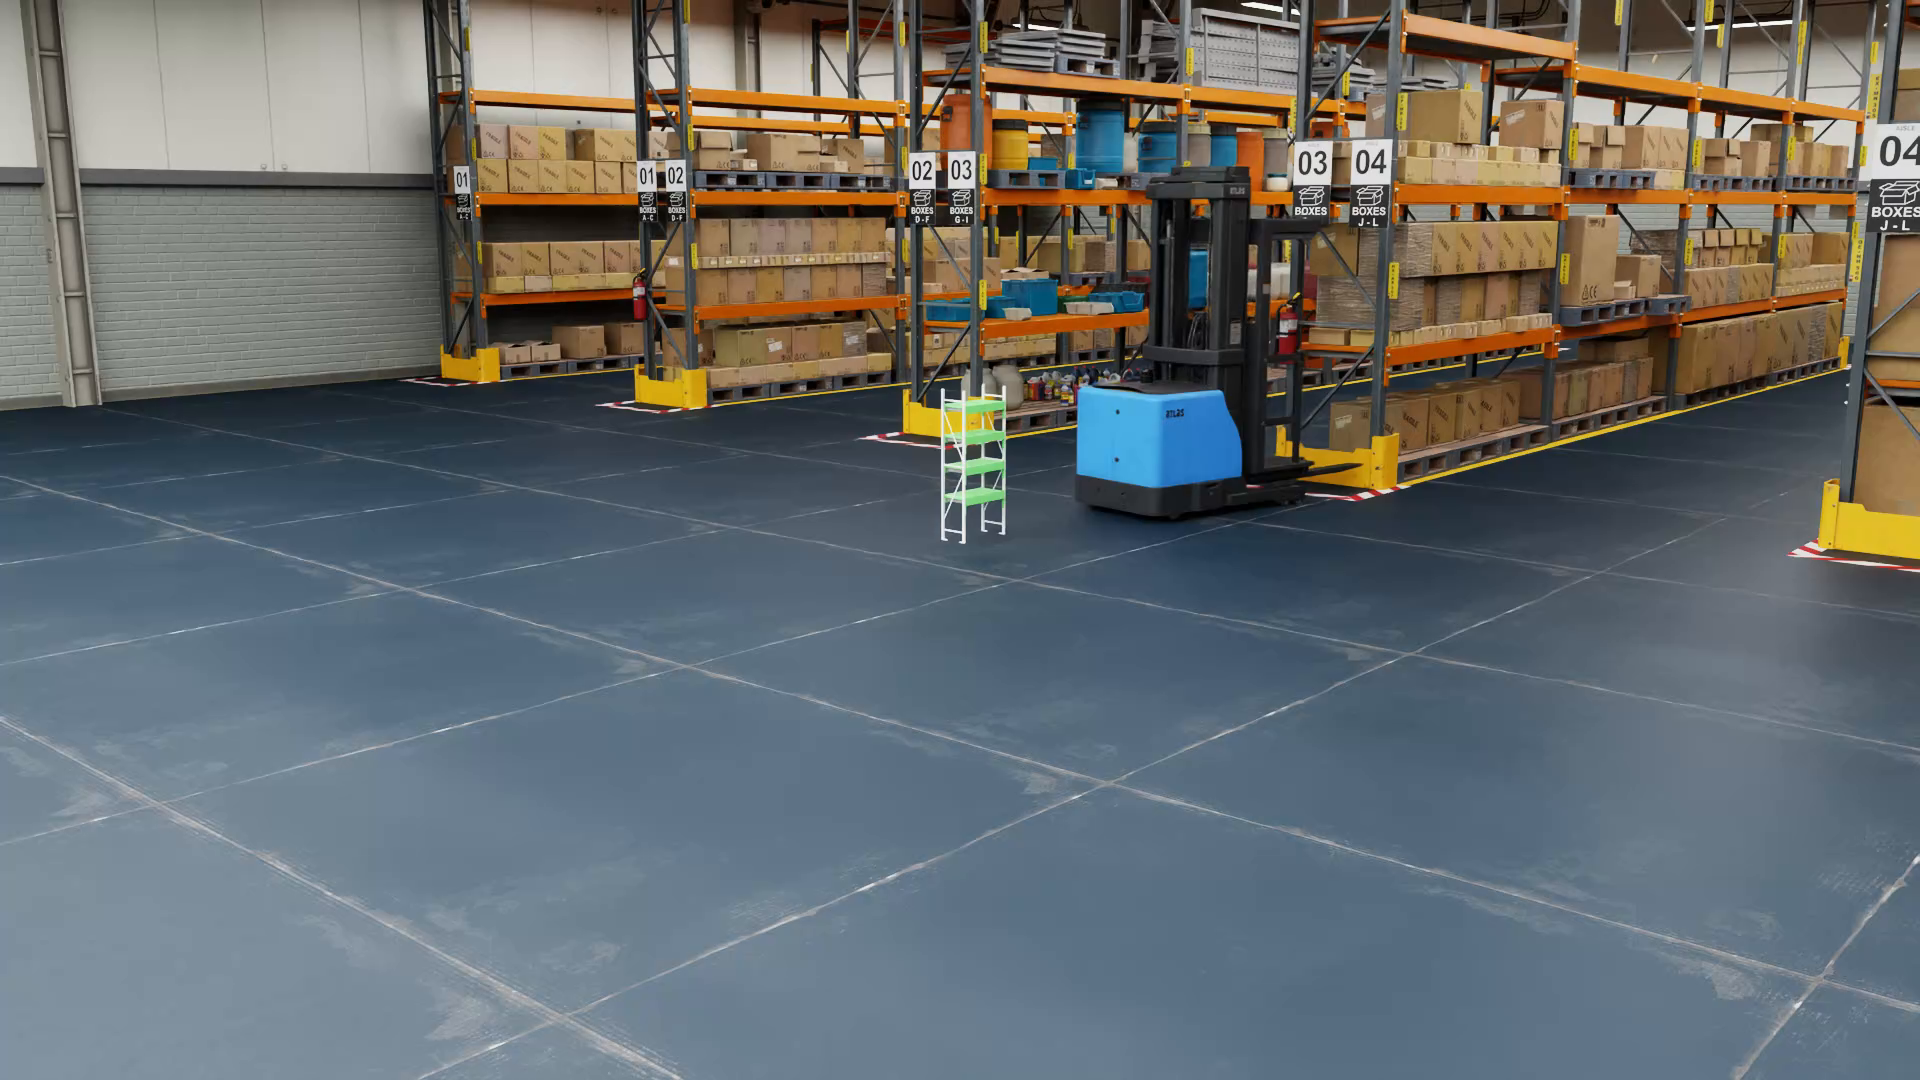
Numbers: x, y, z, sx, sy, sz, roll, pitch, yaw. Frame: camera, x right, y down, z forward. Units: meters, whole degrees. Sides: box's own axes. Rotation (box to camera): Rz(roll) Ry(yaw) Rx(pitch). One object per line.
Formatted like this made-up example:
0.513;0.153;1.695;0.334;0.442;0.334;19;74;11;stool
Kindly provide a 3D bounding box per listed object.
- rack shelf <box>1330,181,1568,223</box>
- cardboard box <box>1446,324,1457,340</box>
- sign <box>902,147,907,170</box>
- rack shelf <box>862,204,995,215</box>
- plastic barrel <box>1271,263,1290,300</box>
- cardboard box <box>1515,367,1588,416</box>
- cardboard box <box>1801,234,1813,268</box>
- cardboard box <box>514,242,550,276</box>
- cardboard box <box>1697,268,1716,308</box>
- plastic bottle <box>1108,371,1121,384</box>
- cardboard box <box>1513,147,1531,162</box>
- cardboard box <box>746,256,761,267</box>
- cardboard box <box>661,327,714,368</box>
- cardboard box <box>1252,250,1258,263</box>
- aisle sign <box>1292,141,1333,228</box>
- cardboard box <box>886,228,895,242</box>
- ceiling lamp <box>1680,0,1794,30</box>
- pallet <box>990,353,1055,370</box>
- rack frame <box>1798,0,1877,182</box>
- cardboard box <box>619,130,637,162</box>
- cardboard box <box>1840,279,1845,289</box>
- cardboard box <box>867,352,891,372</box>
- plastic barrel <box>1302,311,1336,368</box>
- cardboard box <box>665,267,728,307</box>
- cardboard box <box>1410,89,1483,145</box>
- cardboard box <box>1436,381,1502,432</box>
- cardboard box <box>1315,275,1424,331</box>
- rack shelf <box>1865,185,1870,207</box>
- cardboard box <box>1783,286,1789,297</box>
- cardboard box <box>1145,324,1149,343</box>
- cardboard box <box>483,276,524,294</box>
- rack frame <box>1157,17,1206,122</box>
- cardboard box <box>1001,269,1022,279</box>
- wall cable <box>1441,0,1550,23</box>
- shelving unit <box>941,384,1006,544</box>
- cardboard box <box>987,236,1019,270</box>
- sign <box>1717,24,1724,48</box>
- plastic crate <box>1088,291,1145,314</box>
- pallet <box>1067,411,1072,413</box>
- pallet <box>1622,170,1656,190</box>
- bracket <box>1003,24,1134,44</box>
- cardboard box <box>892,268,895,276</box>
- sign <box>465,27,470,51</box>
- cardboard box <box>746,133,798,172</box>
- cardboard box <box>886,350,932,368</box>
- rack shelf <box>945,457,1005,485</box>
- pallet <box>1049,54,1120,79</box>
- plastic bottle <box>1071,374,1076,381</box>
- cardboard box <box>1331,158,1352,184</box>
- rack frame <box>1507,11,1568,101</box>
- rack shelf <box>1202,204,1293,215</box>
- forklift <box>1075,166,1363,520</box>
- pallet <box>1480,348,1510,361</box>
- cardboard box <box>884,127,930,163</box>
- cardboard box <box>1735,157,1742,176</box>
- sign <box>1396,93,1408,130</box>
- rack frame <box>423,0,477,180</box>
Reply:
4.886;-3.437;16.942;1.077;0.370;4.000;10;15;40;rack shelf
4.753;-2.098;16.697;0.380;0.149;0.250;10;15;40;cardboard box
-0.815;-5.587;24.343;0.100;0.325;0.005;10;15;40;sign
-0.996;-6.536;32.454;1.077;0.370;4.000;10;15;40;rack shelf
4.607;-3.718;23.884;0.421;0.512;0.421;0;11;0;plastic barrel
6.956;-1.759;19.617;0.700;0.500;0.500;10;15;40;cardboard box
12.666;-4.417;25.375;0.500;0.500;0.500;9;15;39;cardboard box
-6.722;-4.353;25.765;0.500;0.500;0.500;10;15;41;cardboard box
9.710;-3.364;22.138;0.500;0.500;0.500;9;15;39;cardboard box
1.937;-1.963;21.020;0.144;0.351;0.185;10;15;40;plastic bottle
5.700;-4.002;17.295;0.380;0.149;0.250;9;15;39;cardboard box
-2.947;-3.816;22.747;0.380;0.149;0.250;9;15;39;cardboard box
-3.743;-2.649;22.849;0.500;0.500;0.500;10;15;40;cardboard box
5.591;-5.385;32.258;0.500;0.500;0.500;9;15;40;cardboard box
3.299;-3.330;15.586;0.394;0.787;0.004;10;15;40;aisle sign
-1.469;-5.808;31.654;0.500;0.250;0.500;9;15;40;cardboard box
14.070;-10.893;29.871;2.000;3.185;0.800;10;15;40;ceiling lamp
0.835;-3.000;27.692;1.003;0.211;1.213;10;15;40;pallet
14.127;-7.321;26.890;1.000;3.000;0.127;10;15;40;rack frame
-5.439;-6.364;26.897;0.500;0.500;0.500;11;16;43;cardboard box
14.139;-4.161;27.027;0.380;0.149;0.250;10;15;41;cardboard box
-1.375;-2.656;24.799;0.500;0.250;0.500;10;15;40;cardboard box
5.436;-3.058;25.334;0.600;0.830;0.708;10;15;40;plastic barrel
-3.556;-3.422;22.433;0.700;0.500;0.500;10;15;40;cardboard box
4.748;-4.120;16.229;0.500;0.500;0.500;10;15;40;cardboard box
5.539;-1.455;18.146;0.500;0.500;0.500;-7;13;-30;cardboard box
3.949;-2.297;16.040;0.875;0.500;0.500;10;15;40;cardboard box
8.545;-2.781;13.656;1.077;0.370;4.000;10;15;40;rack shelf
12.105;-3.707;24.752;0.380;0.149;0.250;9;14;38;cardboard box
3.273;-3.807;29.871;0.500;0.500;0.500;10;15;41;cardboard box
-7.036;-3.913;25.478;0.500;0.250;0.500;9;15;39;cardboard box
4.048;-8.014;30.359;1.000;3.000;0.127;10;15;40;rack frame
0.671;-4.333;27.475;0.500;0.311;0.500;10;15;40;cardboard box
11.323;-12.463;36.054;3.097;2.526;0.112;10;15;40;wall cable
0.109;-0.613;13.216;0.258;1.200;0.503;10;15;40;shelving unit
0.695;-5.937;34.510;0.980;0.700;0.700;10;15;41;cardboard box
11.086;-7.344;24.214;0.100;0.325;0.005;10;15;40;sign
1.959;-2.983;20.868;0.499;0.251;0.616;10;15;40;plastic crate
2.011;-1.793;21.650;1.003;0.211;1.213;10;15;40;pallet
7.376;-4.222;19.515;1.213;0.211;1.003;10;15;40;pallet
2.378;-11.028;36.260;0.076;0.066;4.783;10;15;40;bracket
-1.440;-5.145;31.905;0.380;0.149;0.250;10;15;40;cardboard box
-7.190;-7.315;24.273;0.100;0.325;0.005;10;15;40;sign
-2.572;-5.310;22.795;0.500;0.500;0.500;10;15;40;cardboard box
-0.781;-2.780;25.418;0.500;0.250;0.500;9;15;39;cardboard box
0.109;-0.550;13.228;0.258;0.148;0.480;10;15;40;rack shelf
1.157;-5.602;19.786;1.003;0.211;1.213;10;15;40;pallet
1.447;-2.012;21.471;0.097;0.271;0.097;0;11;0;plastic bottle
3.693;-3.526;15.932;0.500;0.250;0.500;10;15;42;cardboard box
10.407;-7.961;30.096;1.000;3.000;0.127;10;15;40;rack frame
5.368;-6.484;32.196;1.077;0.370;4.000;10;15;40;rack shelf
2.477;-1.817;14.828;3.031;2.935;1.130;-9;14;-37;forklift
9.028;-3.357;29.480;1.003;0.211;1.213;10;15;40;pallet
-0.796;-5.952;25.089;0.500;0.500;0.500;10;15;41;cardboard box
10.695;-5.274;23.455;0.500;0.311;0.500;9;14;38;cardboard box
3.973;-3.854;14.961;0.100;0.325;0.005;10;15;40;sign
-7.597;-6.888;24.723;1.000;3.000;0.127;10;15;40;rack frame
